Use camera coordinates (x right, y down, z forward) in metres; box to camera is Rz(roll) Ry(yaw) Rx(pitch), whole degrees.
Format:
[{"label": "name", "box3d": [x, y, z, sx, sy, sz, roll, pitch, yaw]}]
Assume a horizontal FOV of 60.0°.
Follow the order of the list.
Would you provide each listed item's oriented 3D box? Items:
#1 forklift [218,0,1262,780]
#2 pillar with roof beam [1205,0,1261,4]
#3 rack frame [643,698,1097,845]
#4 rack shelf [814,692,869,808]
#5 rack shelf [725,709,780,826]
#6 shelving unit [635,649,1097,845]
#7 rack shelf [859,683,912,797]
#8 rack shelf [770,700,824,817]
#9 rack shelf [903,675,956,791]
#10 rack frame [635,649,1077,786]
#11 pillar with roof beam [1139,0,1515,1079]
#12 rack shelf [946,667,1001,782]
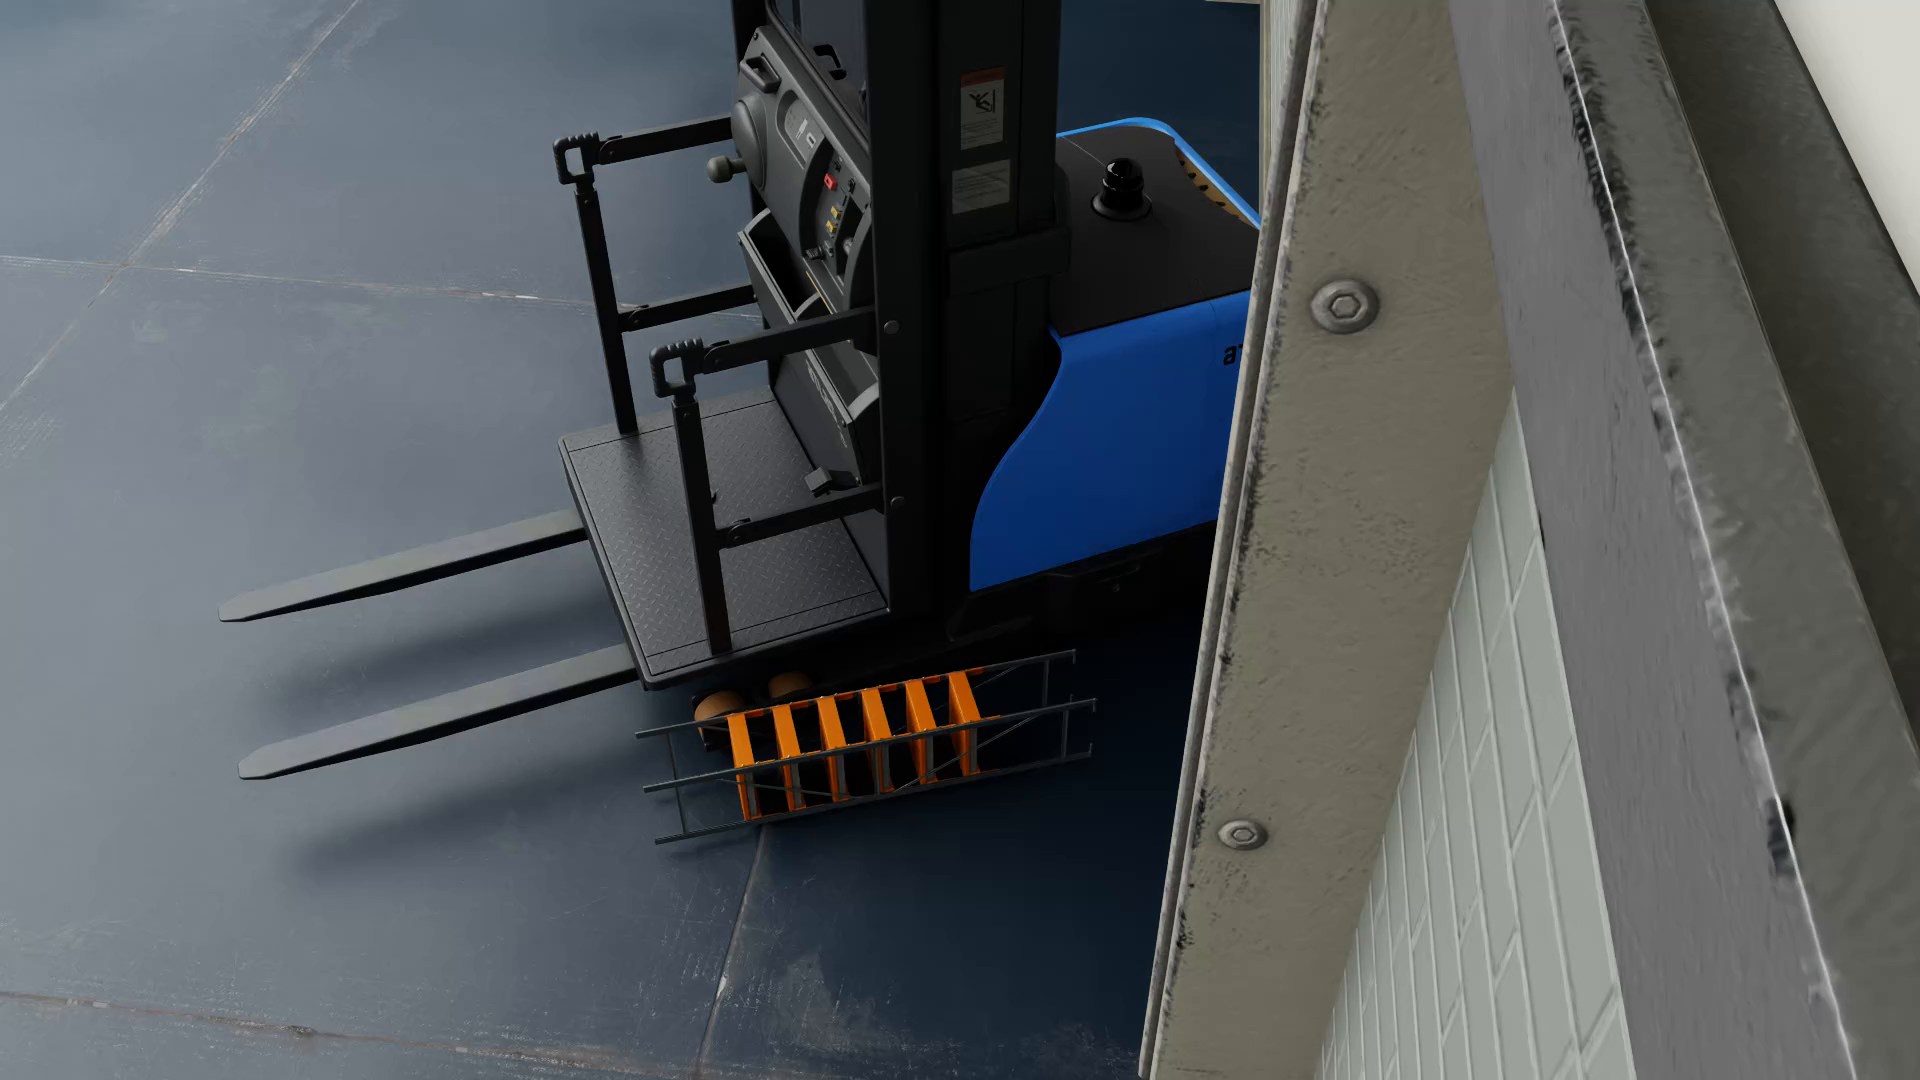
[{"label": "forklift", "box3d": [-0.582, -0.898, 4.067, 3.031, 2.935, 1.130, -16, 46, -16]}, {"label": "pillar with roof beam", "box3d": [-2.919, -6.372, 5.435, 9.100, 9.000, 0.400, 5, 44, 6]}, {"label": "rack frame", "box3d": [-0.218, 0.610, 4.392, 1.200, 0.240, 0.006, -10, 44, -10]}, {"label": "rack shelf", "box3d": [-0.314, 0.562, 4.442, 0.103, 0.258, 0.180, -10, 44, -10]}, {"label": "rack shelf", "box3d": [-0.547, 0.603, 4.399, 0.103, 0.258, 0.180, -10, 44, -10]}, {"label": "shelving unit", "box3d": [-0.241, 0.549, 4.456, 1.200, 0.258, 0.189, -10, 44, -10]}, {"label": "rack shelf", "box3d": [-0.198, 0.542, 4.464, 0.103, 0.258, 0.180, -10, 44, -10]}, {"label": "rack shelf", "box3d": [-0.431, 0.582, 4.421, 0.103, 0.258, 0.180, -10, 44, -10]}, {"label": "rack shelf", "box3d": [-0.082, 0.521, 4.486, 0.103, 0.258, 0.180, -10, 44, -10]}, {"label": "rack frame", "box3d": [-0.264, 0.488, 4.520, 1.200, 0.240, 0.006, -10, 44, -10]}, {"label": "pillar with roof beam", "box3d": [-3.712, -2.283, 1.116, 9.100, 9.000, 0.400, 5, 44, 6]}, {"label": "rack shelf", "box3d": [0.035, 0.501, 4.507, 0.103, 0.258, 0.180, -10, 44, -10]}]
